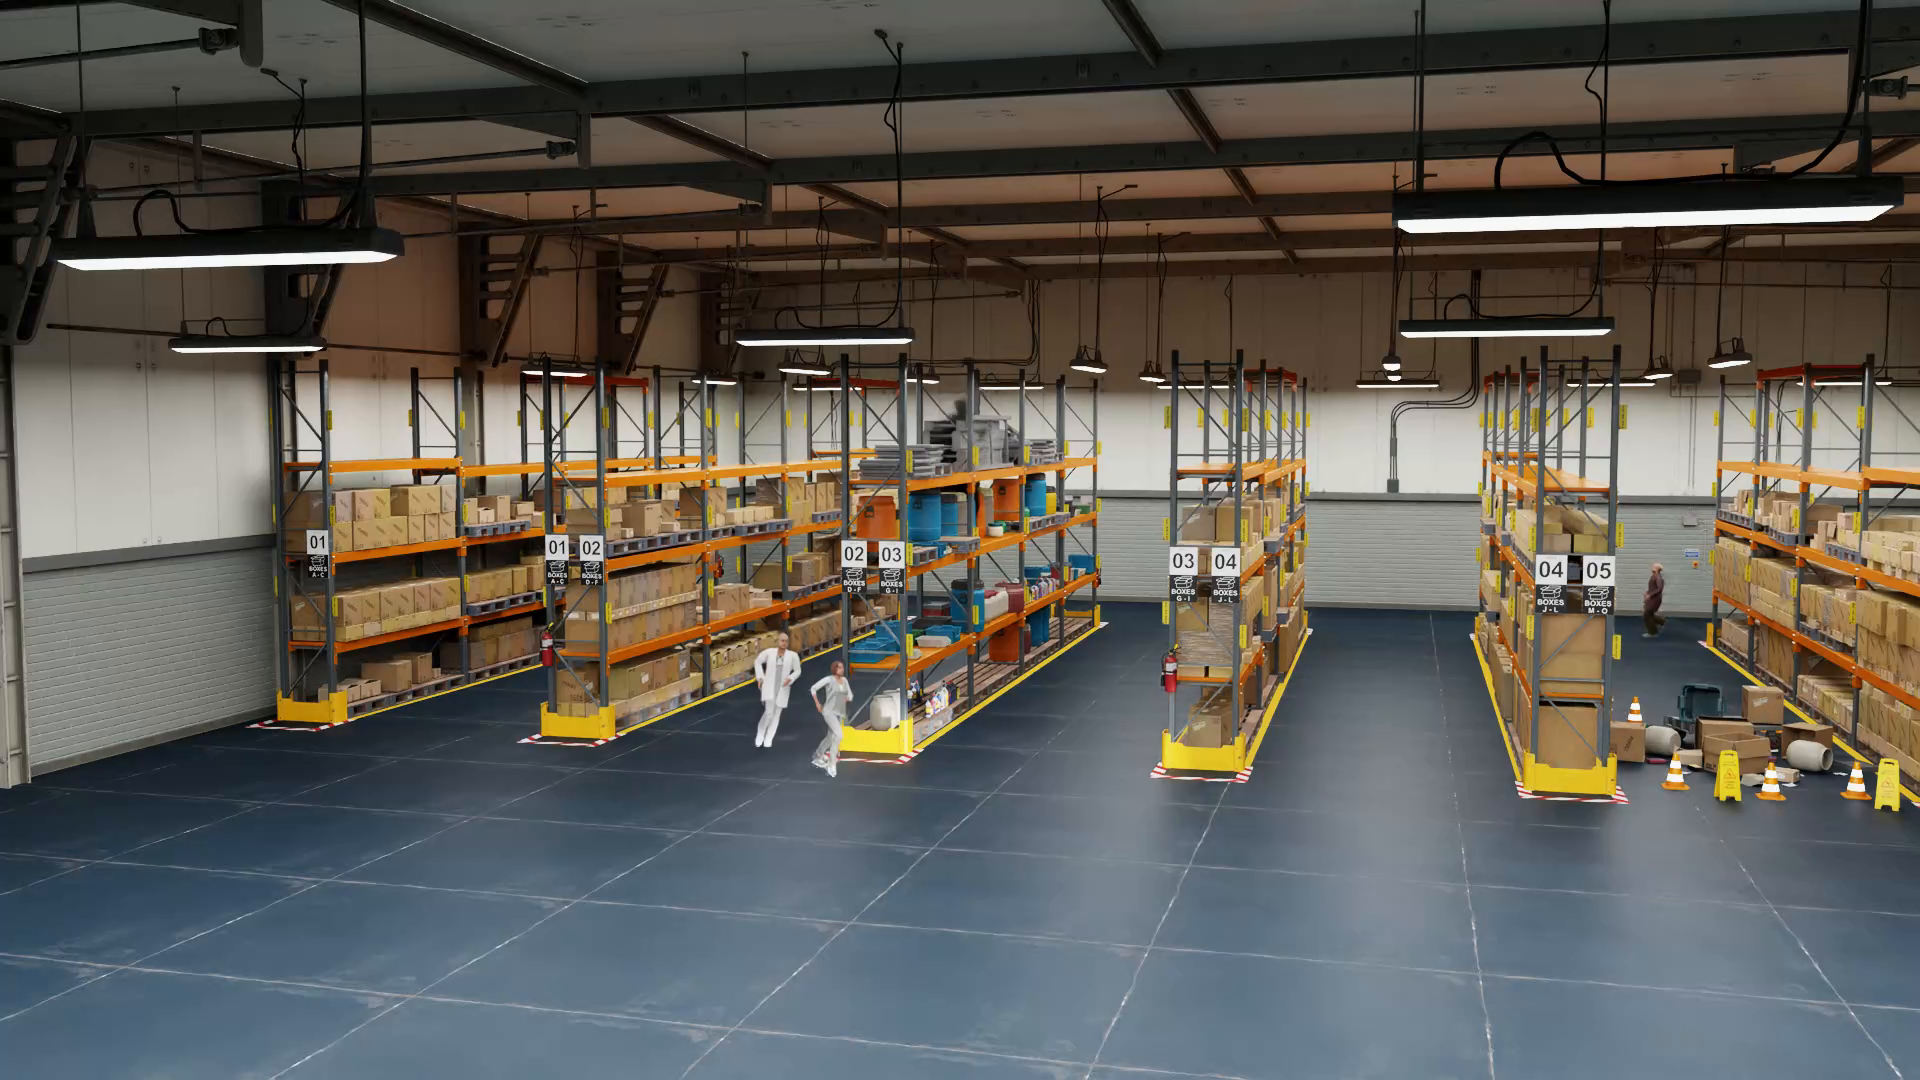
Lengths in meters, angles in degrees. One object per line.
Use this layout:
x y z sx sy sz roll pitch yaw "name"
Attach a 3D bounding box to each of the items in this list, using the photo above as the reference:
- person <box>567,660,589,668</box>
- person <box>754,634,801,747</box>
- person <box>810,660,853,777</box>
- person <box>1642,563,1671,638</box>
-7.118 1.926 31.052 0.549 1.750 0.755 0 4 4 "person"
-2.792 2.304 25.509 0.712 1.732 0.662 -1 4 -13 "person"
-1.815 2.515 23.685 0.644 1.614 0.536 4 5 41 "person"
16.077 1.391 38.372 0.629 1.724 0.707 2 4 20 "person"
